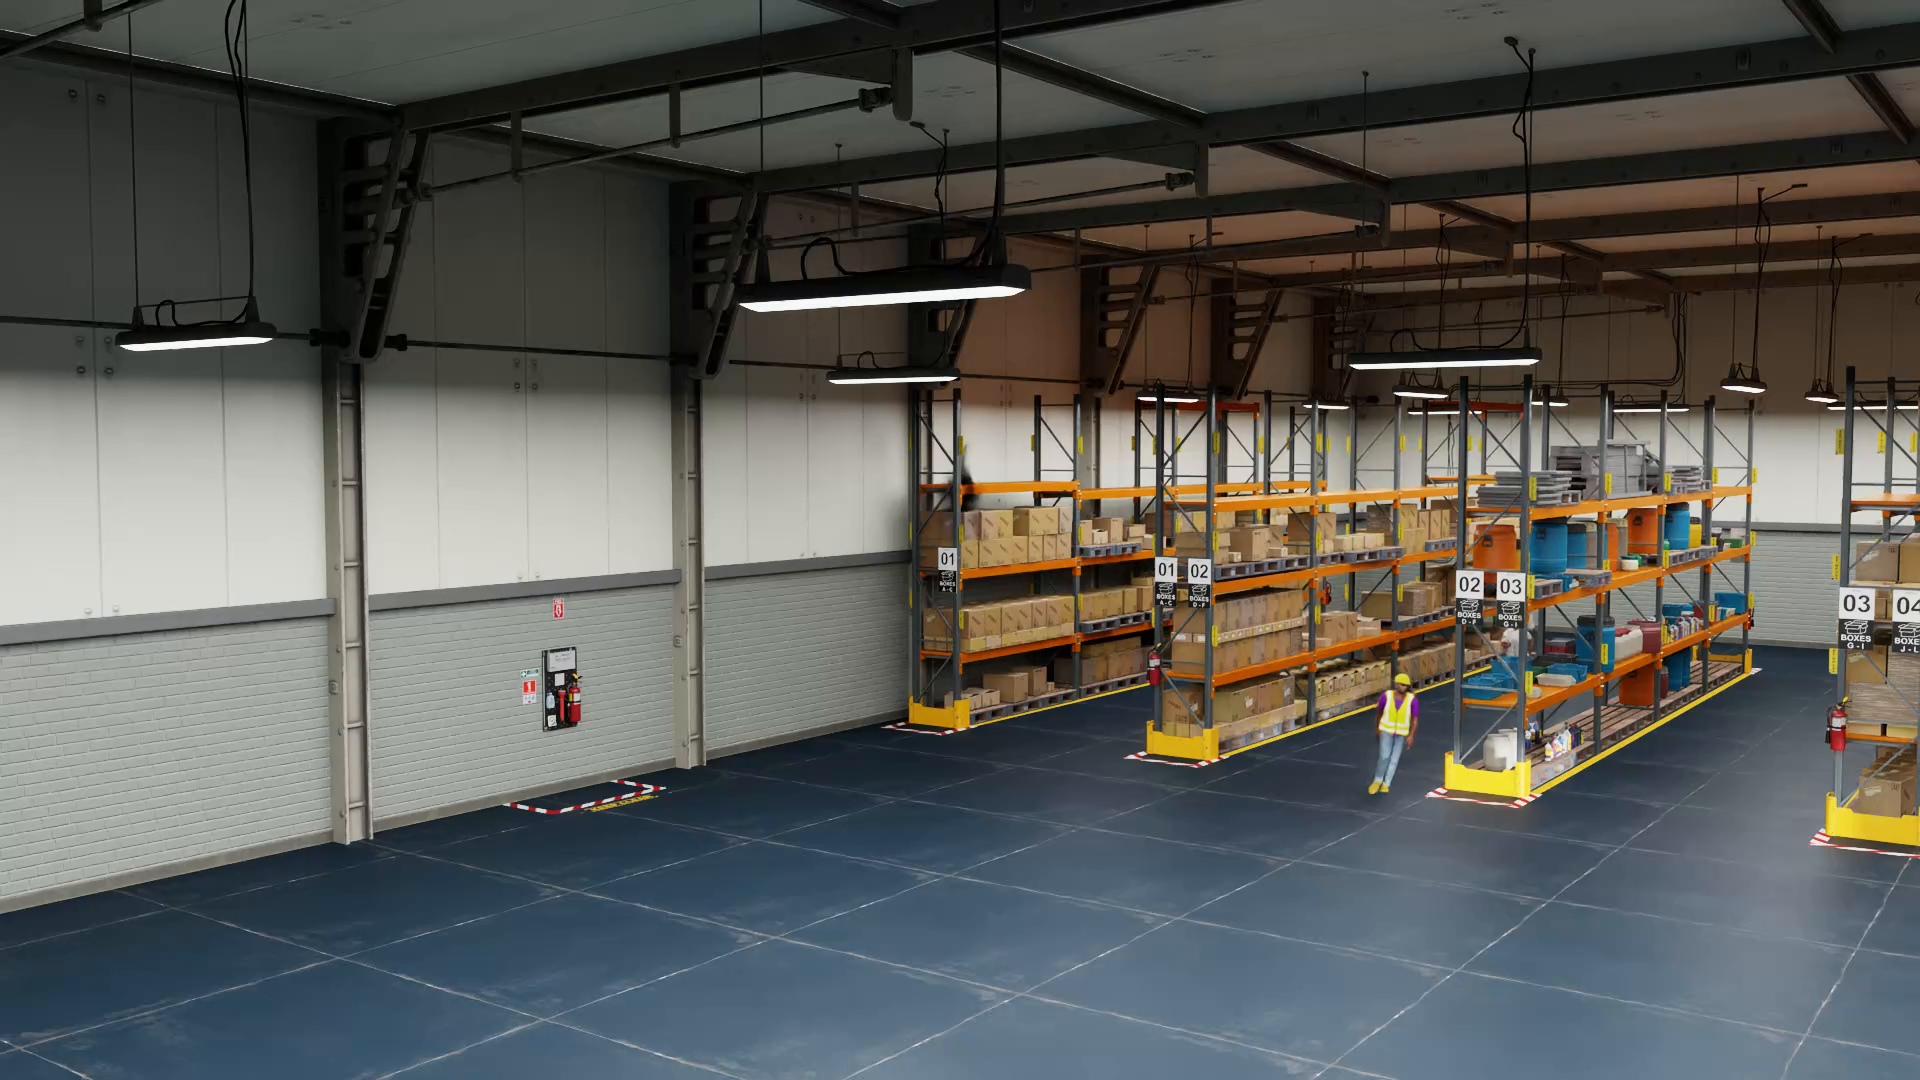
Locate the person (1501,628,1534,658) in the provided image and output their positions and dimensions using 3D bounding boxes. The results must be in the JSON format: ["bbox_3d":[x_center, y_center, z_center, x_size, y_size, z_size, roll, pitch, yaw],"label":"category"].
[{"bbox_3d":[10.796,2.319,32.271,0.554,1.749,0.848,2,4,32],"label":"person"}]

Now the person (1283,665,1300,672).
[{"bbox_3d":[7.021,2.143,35.369,0.691,1.717,0.919,3,4,41],"label":"person"}]

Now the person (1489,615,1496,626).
[{"bbox_3d":[13.251,1.819,40.873,0.697,1.717,0.674,1,3,19],"label":"person"}]

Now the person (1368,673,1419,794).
[{"bbox_3d":[6.184,2.762,23.744,0.699,1.736,0.545,0,3,4],"label":"person"}]

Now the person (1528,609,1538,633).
[{"bbox_3d":[14.110,1.898,41.257,0.600,1.505,0.837,0,3,-3],"label":"person"}]
